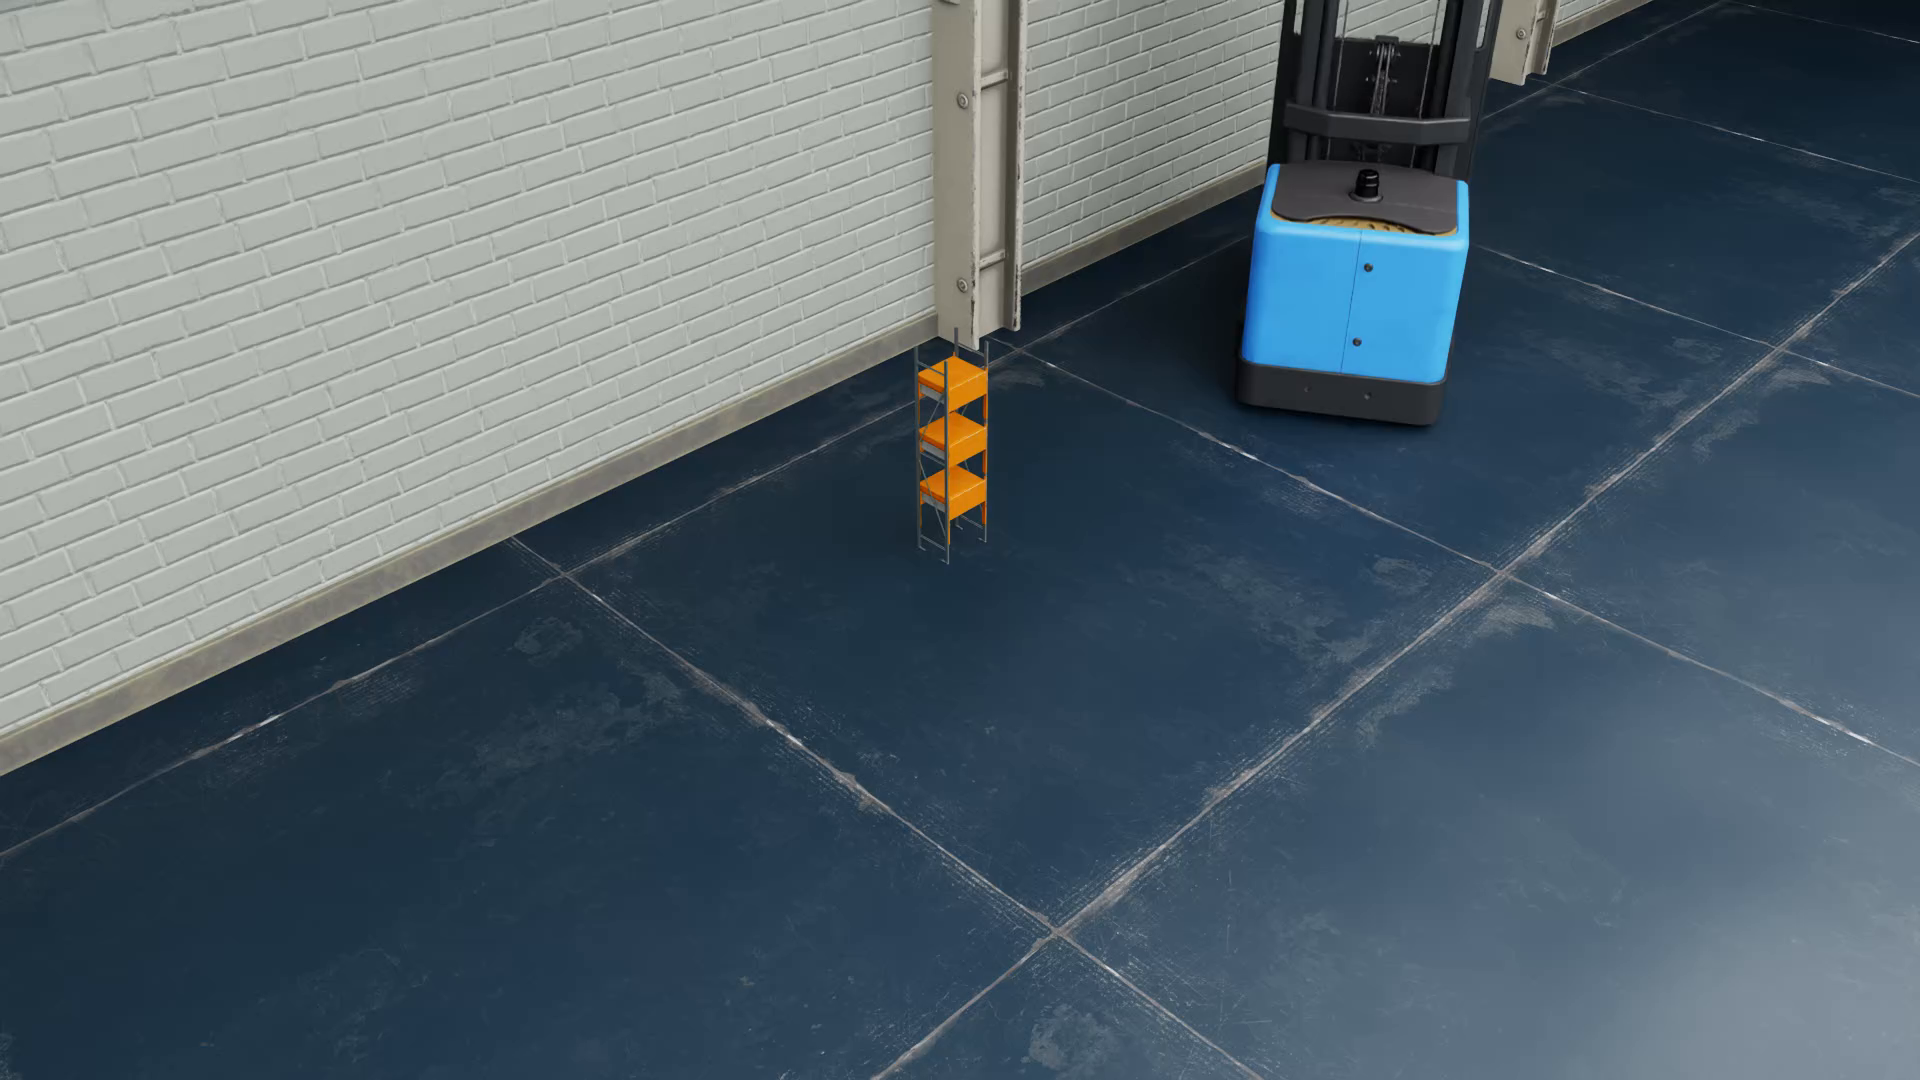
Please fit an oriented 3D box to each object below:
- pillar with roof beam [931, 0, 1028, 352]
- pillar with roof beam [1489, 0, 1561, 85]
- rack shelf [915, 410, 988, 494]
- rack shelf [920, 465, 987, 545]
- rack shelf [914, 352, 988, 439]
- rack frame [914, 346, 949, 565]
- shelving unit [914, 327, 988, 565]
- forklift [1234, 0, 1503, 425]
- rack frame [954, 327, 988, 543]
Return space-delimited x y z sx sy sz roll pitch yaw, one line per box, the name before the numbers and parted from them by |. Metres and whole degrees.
pillar with roof beam | 3.155 -3.144 4.392 9.100 9.000 0.400 30 45 35
pillar with roof beam | 7.383 -5.580 7.885 9.100 9.000 0.400 30 45 35
rack shelf | -0.038 -0.400 7.425 0.215 0.259 0.240 30 45 35
rack shelf | -0.038 -0.172 7.584 0.215 0.259 0.240 30 45 35
rack shelf | -0.038 -0.633 7.262 0.215 0.259 0.240 30 45 35
rack frame | -0.124 -0.359 7.347 0.200 1.050 0.008 30 45 35
shelving unit | -0.038 -0.409 7.419 0.215 1.050 0.252 30 45 35
forklift | 2.282 -2.626 8.954 1.130 2.935 3.031 8 36 11
rack frame | 0.048 -0.458 7.490 0.200 1.050 0.008 30 45 35
